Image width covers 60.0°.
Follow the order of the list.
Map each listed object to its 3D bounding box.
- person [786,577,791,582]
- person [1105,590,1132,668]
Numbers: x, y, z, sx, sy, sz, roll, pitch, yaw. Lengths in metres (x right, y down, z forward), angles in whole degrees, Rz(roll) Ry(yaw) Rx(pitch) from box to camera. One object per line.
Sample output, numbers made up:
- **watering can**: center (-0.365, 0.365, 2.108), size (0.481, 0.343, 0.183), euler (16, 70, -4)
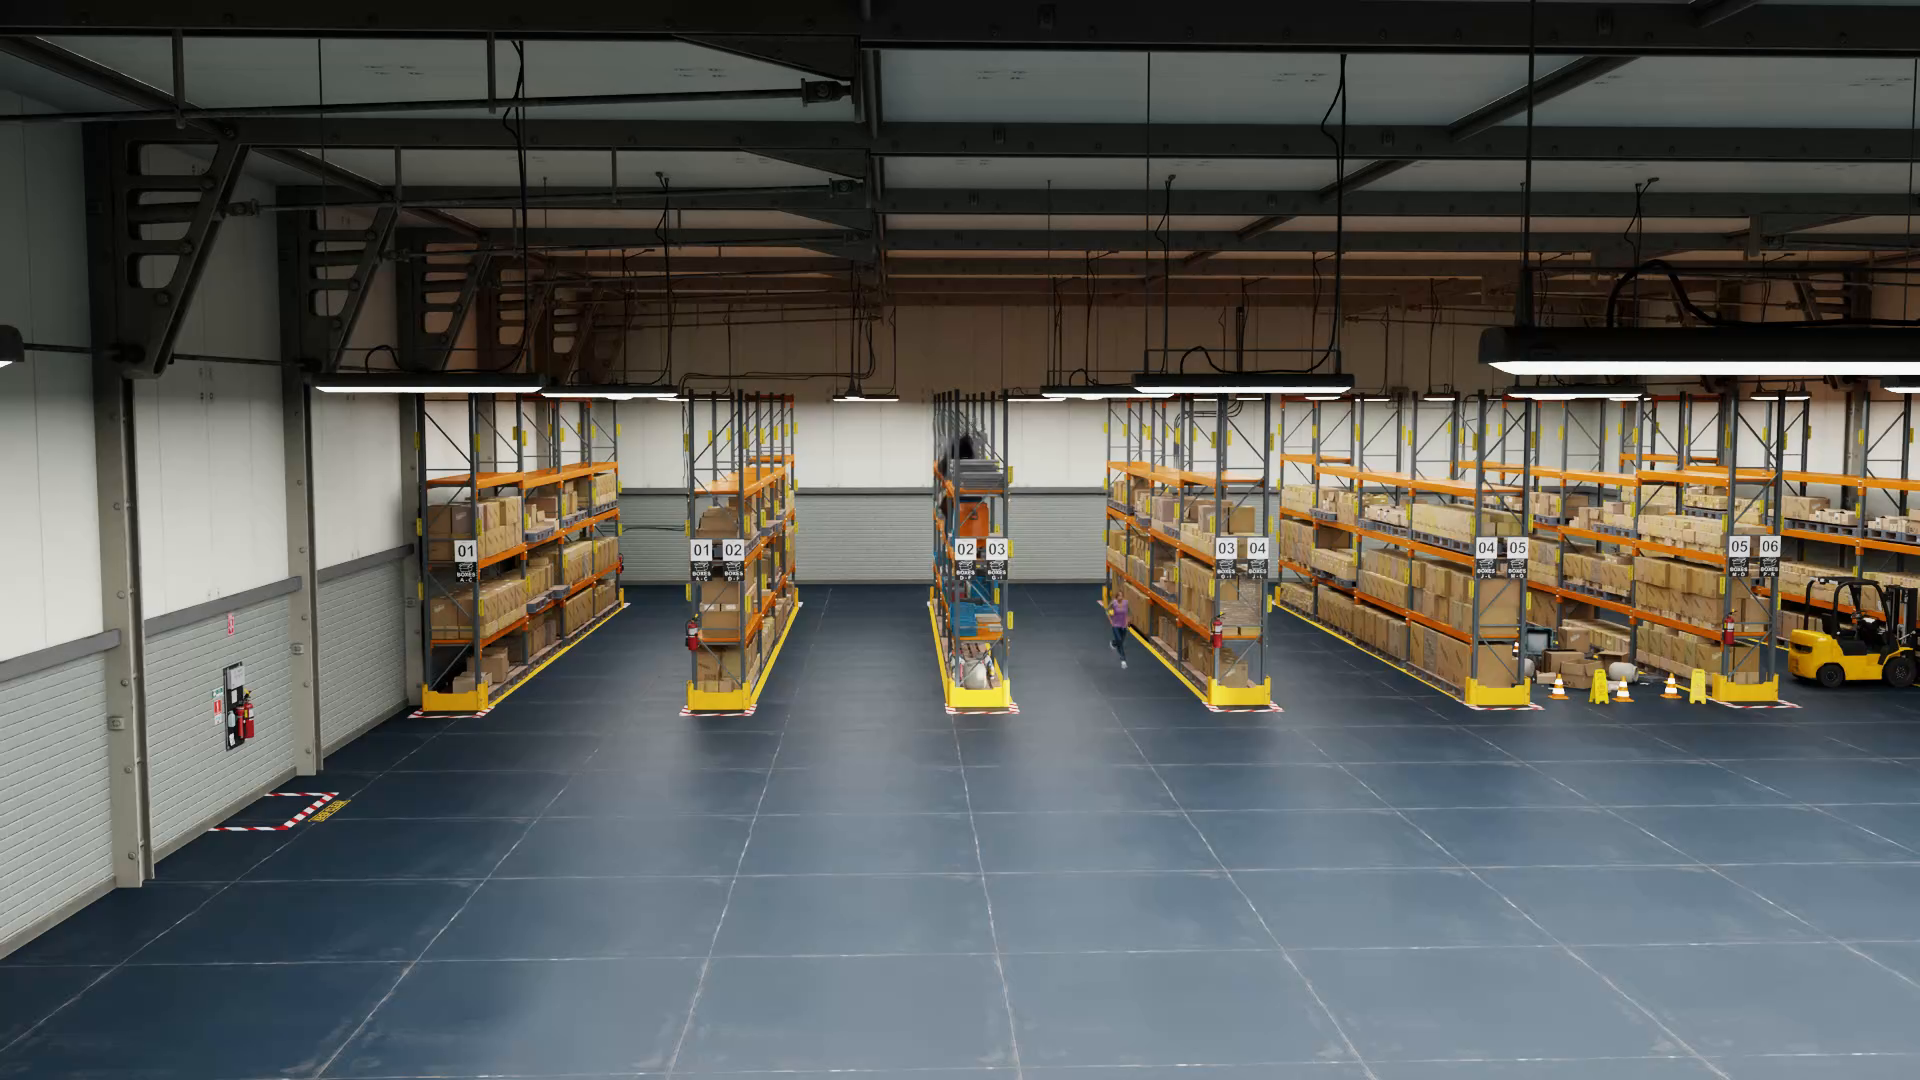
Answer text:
- **person**: center (-5.223, 0.961, 48.253), size (0.556, 1.676, 0.647), euler (2, 5, 18)
- **person**: center (3.307, 1.824, 34.837), size (0.536, 1.605, 0.937), euler (-1, 5, -13)
